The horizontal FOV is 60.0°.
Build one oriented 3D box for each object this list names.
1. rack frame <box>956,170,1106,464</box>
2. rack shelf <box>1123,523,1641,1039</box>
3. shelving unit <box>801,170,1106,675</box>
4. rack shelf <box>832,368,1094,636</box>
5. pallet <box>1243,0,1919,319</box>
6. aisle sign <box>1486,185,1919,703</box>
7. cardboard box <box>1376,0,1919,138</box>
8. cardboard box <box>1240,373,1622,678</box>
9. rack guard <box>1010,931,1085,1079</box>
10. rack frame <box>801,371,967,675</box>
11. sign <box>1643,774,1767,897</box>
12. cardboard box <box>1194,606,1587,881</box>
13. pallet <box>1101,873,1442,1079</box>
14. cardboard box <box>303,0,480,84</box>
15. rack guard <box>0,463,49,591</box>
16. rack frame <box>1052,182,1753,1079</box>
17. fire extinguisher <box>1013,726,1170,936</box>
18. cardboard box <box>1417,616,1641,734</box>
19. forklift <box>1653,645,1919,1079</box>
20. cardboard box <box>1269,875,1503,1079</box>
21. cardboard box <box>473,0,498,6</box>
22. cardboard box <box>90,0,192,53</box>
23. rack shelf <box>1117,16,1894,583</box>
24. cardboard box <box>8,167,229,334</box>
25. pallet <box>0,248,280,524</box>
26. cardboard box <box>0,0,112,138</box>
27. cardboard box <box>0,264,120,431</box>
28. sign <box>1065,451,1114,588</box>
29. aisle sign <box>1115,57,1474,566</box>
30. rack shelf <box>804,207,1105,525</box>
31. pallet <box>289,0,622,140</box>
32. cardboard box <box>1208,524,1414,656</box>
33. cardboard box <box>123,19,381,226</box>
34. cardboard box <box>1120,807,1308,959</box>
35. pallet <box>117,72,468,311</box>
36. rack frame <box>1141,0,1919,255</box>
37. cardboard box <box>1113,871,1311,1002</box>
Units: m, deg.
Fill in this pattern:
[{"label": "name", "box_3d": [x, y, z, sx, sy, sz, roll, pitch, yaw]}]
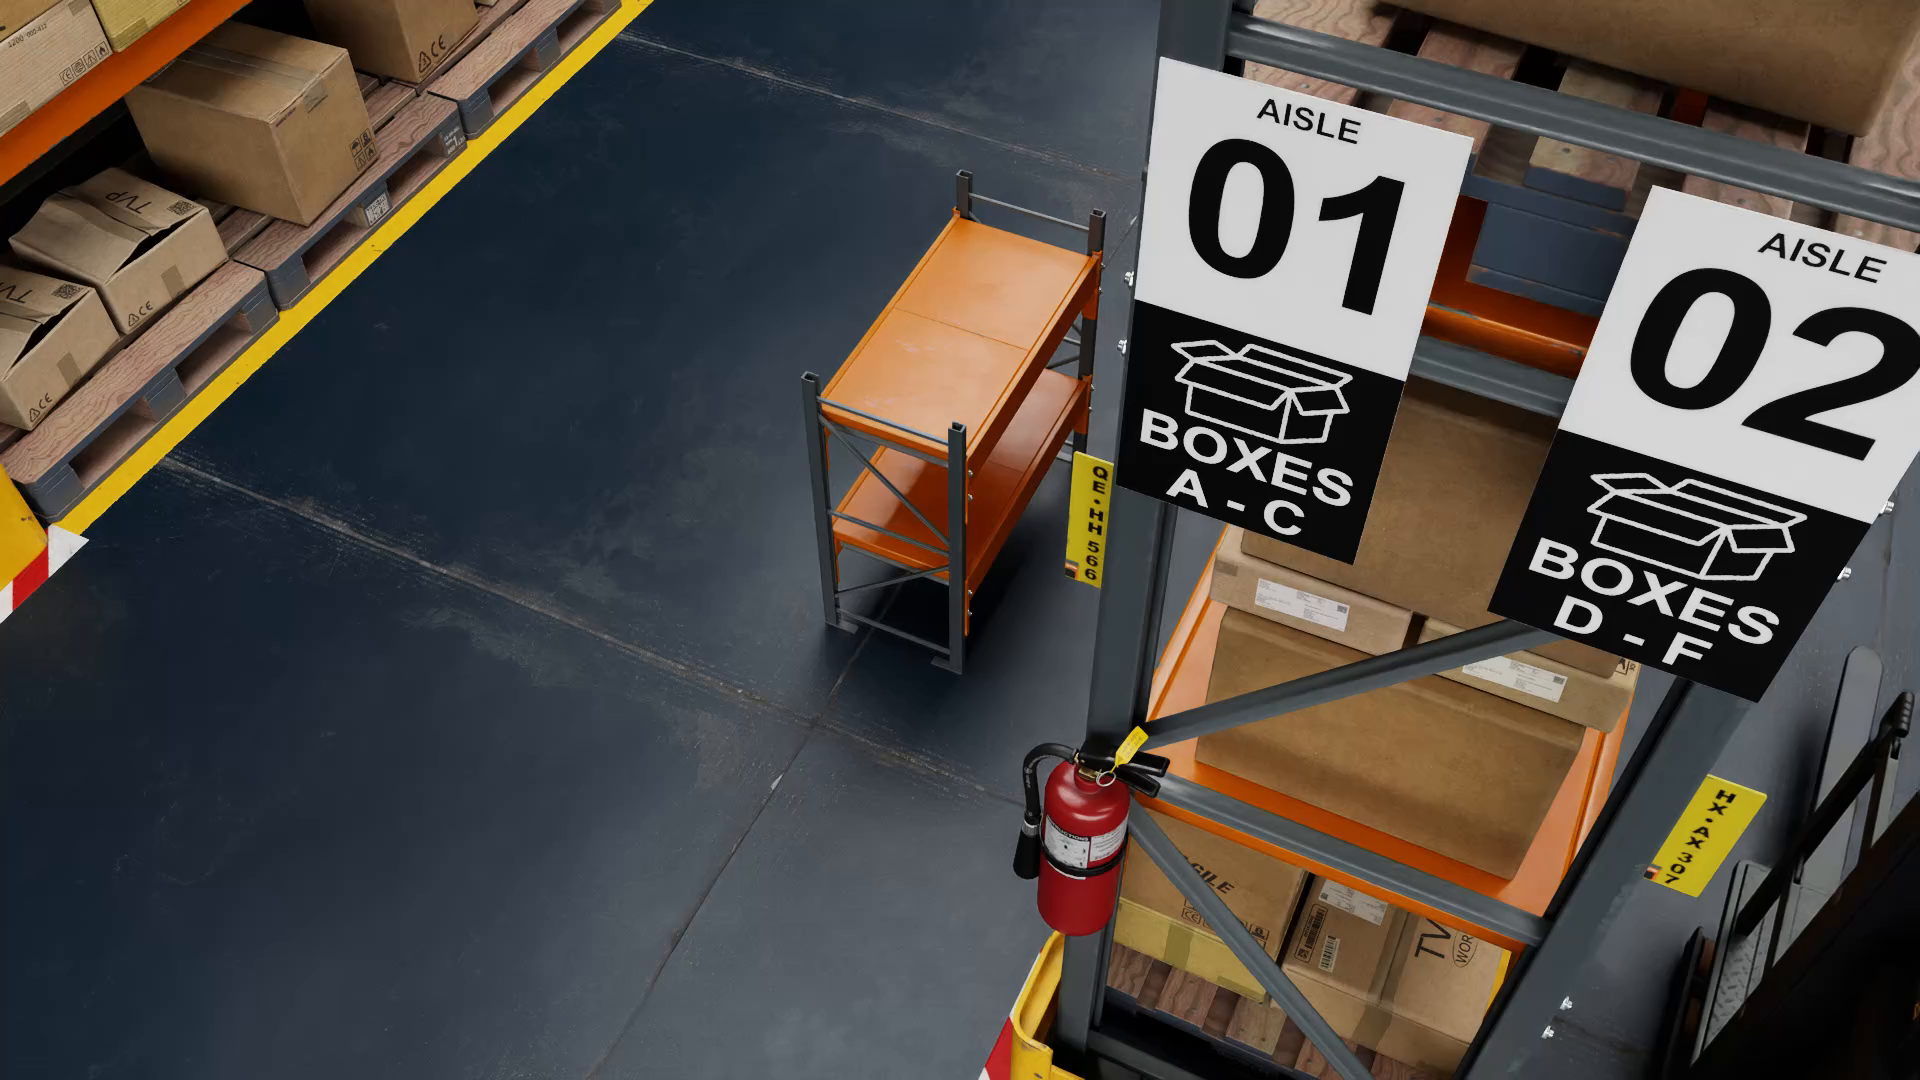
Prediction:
[{"label": "rack frame", "box_3d": [0.220, -0.719, 5.623, 0.500, 1.125, 0.032, 20, 52, 16]}, {"label": "rack shelf", "box_3d": [1.575, -0.532, 4.706, 1.077, 0.370, 4.000, 20, 52, 16]}, {"label": "shelving unit", "box_3d": [0.003, -0.369, 5.326, 0.538, 1.125, 1.048, 20, 52, 16]}, {"label": "rack shelf", "box_3d": [0.003, -0.211, 5.512, 0.538, 0.278, 1.000, 20, 52, 16]}, {"label": "pallet", "box_3d": [1.046, -0.810, 2.558, 1.003, 0.211, 1.213, 20, 52, 16]}, {"label": "aisle sign", "box_3d": [0.970, -0.086, 2.146, 0.394, 0.787, 0.004, 20, 52, 16]}, {"label": "cardboard box", "box_3d": [0.970, -0.969, 2.200, 0.797, 0.503, 0.637, 23, 53, 18]}, {"label": "cardboard box", "box_3d": [0.955, -0.195, 3.029, 0.700, 0.500, 0.500, 20, 52, 16]}, {"label": "rack guard", "box_3d": [0.711, 1.439, 4.198, 1.175, 0.500, 0.348, 20, 52, 16]}, {"label": "rack frame", "box_3d": [-0.214, -0.019, 5.028, 0.500, 1.125, 0.032, 20, 52, 16]}, {"label": "sign", "box_3d": [1.220, 0.490, 2.743, 0.100, 0.325, 0.005, 20, 52, 16]}, {"label": "cardboard box", "box_3d": [0.932, 0.262, 3.492, 0.700, 0.500, 0.500, 20, 52, 16]}, {"label": "pallet", "box_3d": [1.010, 0.975, 4.781, 1.003, 0.211, 1.213, 20, 52, 16]}, {"label": "cardboard box", "box_3d": [-2.458, -2.356, 7.138, 0.500, 0.500, 0.500, 16, 52, 13]}, {"label": "rack guard", "box_3d": [-3.727, -0.239, 5.626, 1.175, 0.500, 0.348, 20, 52, 16]}, {"label": "rack frame", "box_3d": [0.721, 0.612, 3.260, 1.000, 3.000, 0.127, 20, 52, 16]}, {"label": "fire extinguisher", "box_3d": [0.250, 0.567, 3.349, 0.296, 0.674, 0.183, 20, 52, 16]}, {"label": "cardboard box", "box_3d": [1.083, 0.169, 3.145, 0.380, 0.149, 0.250, 19, 52, 16]}, {"label": "forklift", "box_3d": [2.392, 0.659, 3.265, 1.130, 2.935, 3.031, 22, 53, 17]}, {"label": "cardboard box", "box_3d": [1.151, 1.070, 4.400, 0.500, 0.250, 0.500, 20, 52, 16]}, {"label": "cardboard box", "box_3d": [-2.252, -2.598, 7.562, 0.380, 0.166, 0.250, 14, 51, 11]}, {"label": "cardboard box", "box_3d": [-2.832, -1.899, 5.482, 0.500, 0.250, 0.500, 19, 52, 16]}, {"label": "rack shelf", "box_3d": [1.575, -1.504, 3.563, 1.077, 0.370, 4.000, 20, 52, 16]}, {"label": "cardboard box", "box_3d": [-3.139, -1.108, 6.200, 0.500, 0.311, 0.500, 24, 54, 19]}, {"label": "pallet", "box_3d": [-3.348, -0.694, 6.202, 1.003, 0.211, 1.213, 20, 52, 16]}, {"label": "cardboard box", "box_3d": [-3.055, -1.550, 5.185, 0.500, 0.250, 0.500, 18, 52, 15]}, {"label": "cardboard box", "box_3d": [-3.383, -0.716, 5.866, 0.500, 0.311, 0.500, 14, 51, 12]}, {"label": "sign", "box_3d": [0.236, -0.026, 2.887, 0.100, 0.325, 0.005, 20, 52, 16]}, {"label": "aisle sign", "box_3d": [0.427, -0.281, 2.312, 0.394, 0.787, 0.004, 20, 52, 16]}, {"label": "rack shelf", "box_3d": [0.003, -0.559, 5.103, 0.538, 0.278, 1.000, 20, 52, 16]}, {"label": "pallet", "box_3d": [-2.306, -2.374, 7.631, 1.003, 0.211, 1.213, 20, 52, 16]}, {"label": "cardboard box", "box_3d": [0.712, 0.044, 3.251, 0.380, 0.149, 0.250, 19, 52, 15]}, {"label": "cardboard box", "box_3d": [-2.780, -1.658, 6.544, 0.700, 0.500, 0.500, 17, 52, 14]}, {"label": "cardboard box", "box_3d": [0.681, 0.658, 4.258, 0.500, 0.500, 0.500, 20, 52, 16]}, {"label": "pallet", "box_3d": [-2.826, -1.531, 6.914, 1.003, 0.211, 1.213, 20, 52, 16]}, {"label": "rack frame", "box_3d": [0.721, -1.332, 0.975, 1.000, 3.000, 0.127, 20, 52, 16]}, {"label": "cardboard box", "box_3d": [0.683, 0.902, 4.543, 0.500, 0.250, 0.500, 20, 52, 16]}]
